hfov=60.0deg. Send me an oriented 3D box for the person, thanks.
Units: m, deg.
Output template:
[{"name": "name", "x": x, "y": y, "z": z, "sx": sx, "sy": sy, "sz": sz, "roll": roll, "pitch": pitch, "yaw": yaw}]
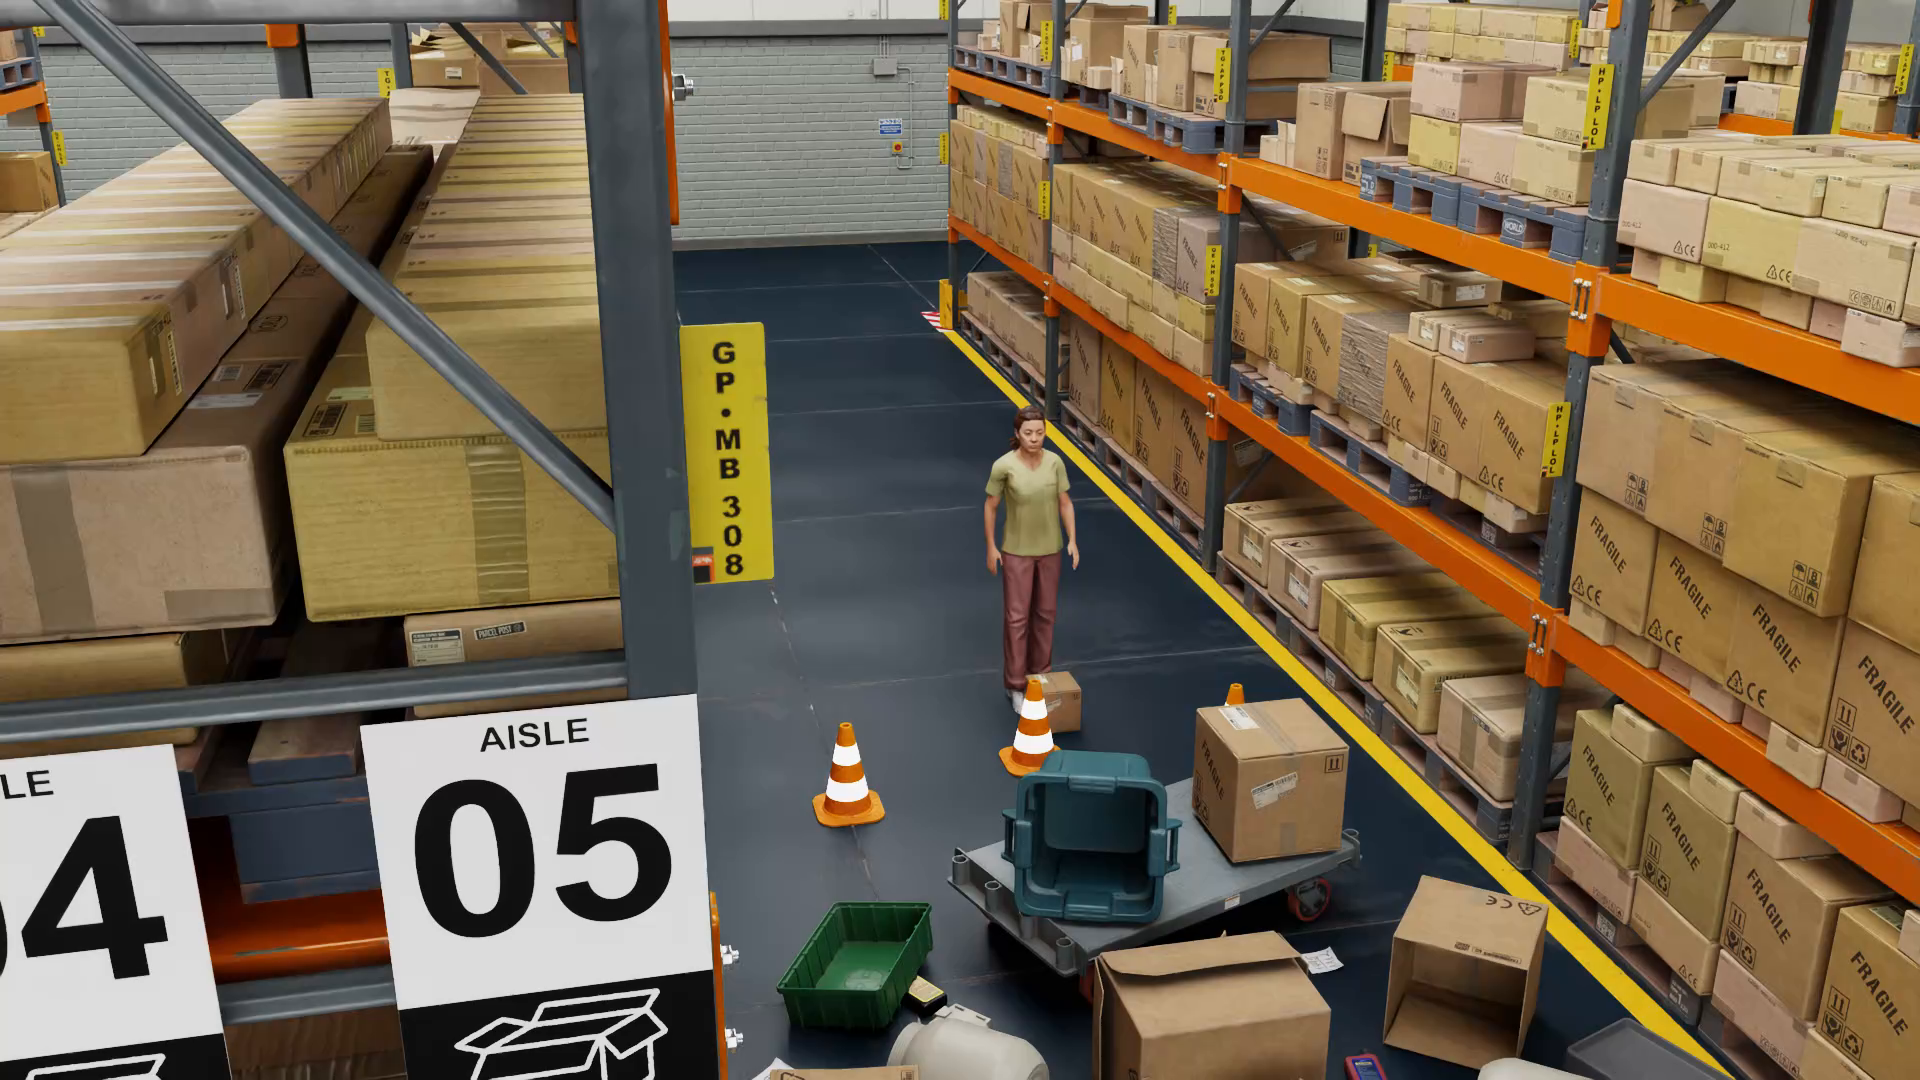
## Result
[{"name": "person", "x": 0.429, "y": 0.103, "z": 9.290, "sx": 0.497, "sy": 1.691, "sz": 0.485, "roll": -7, "pitch": 21, "yaw": -18}]
